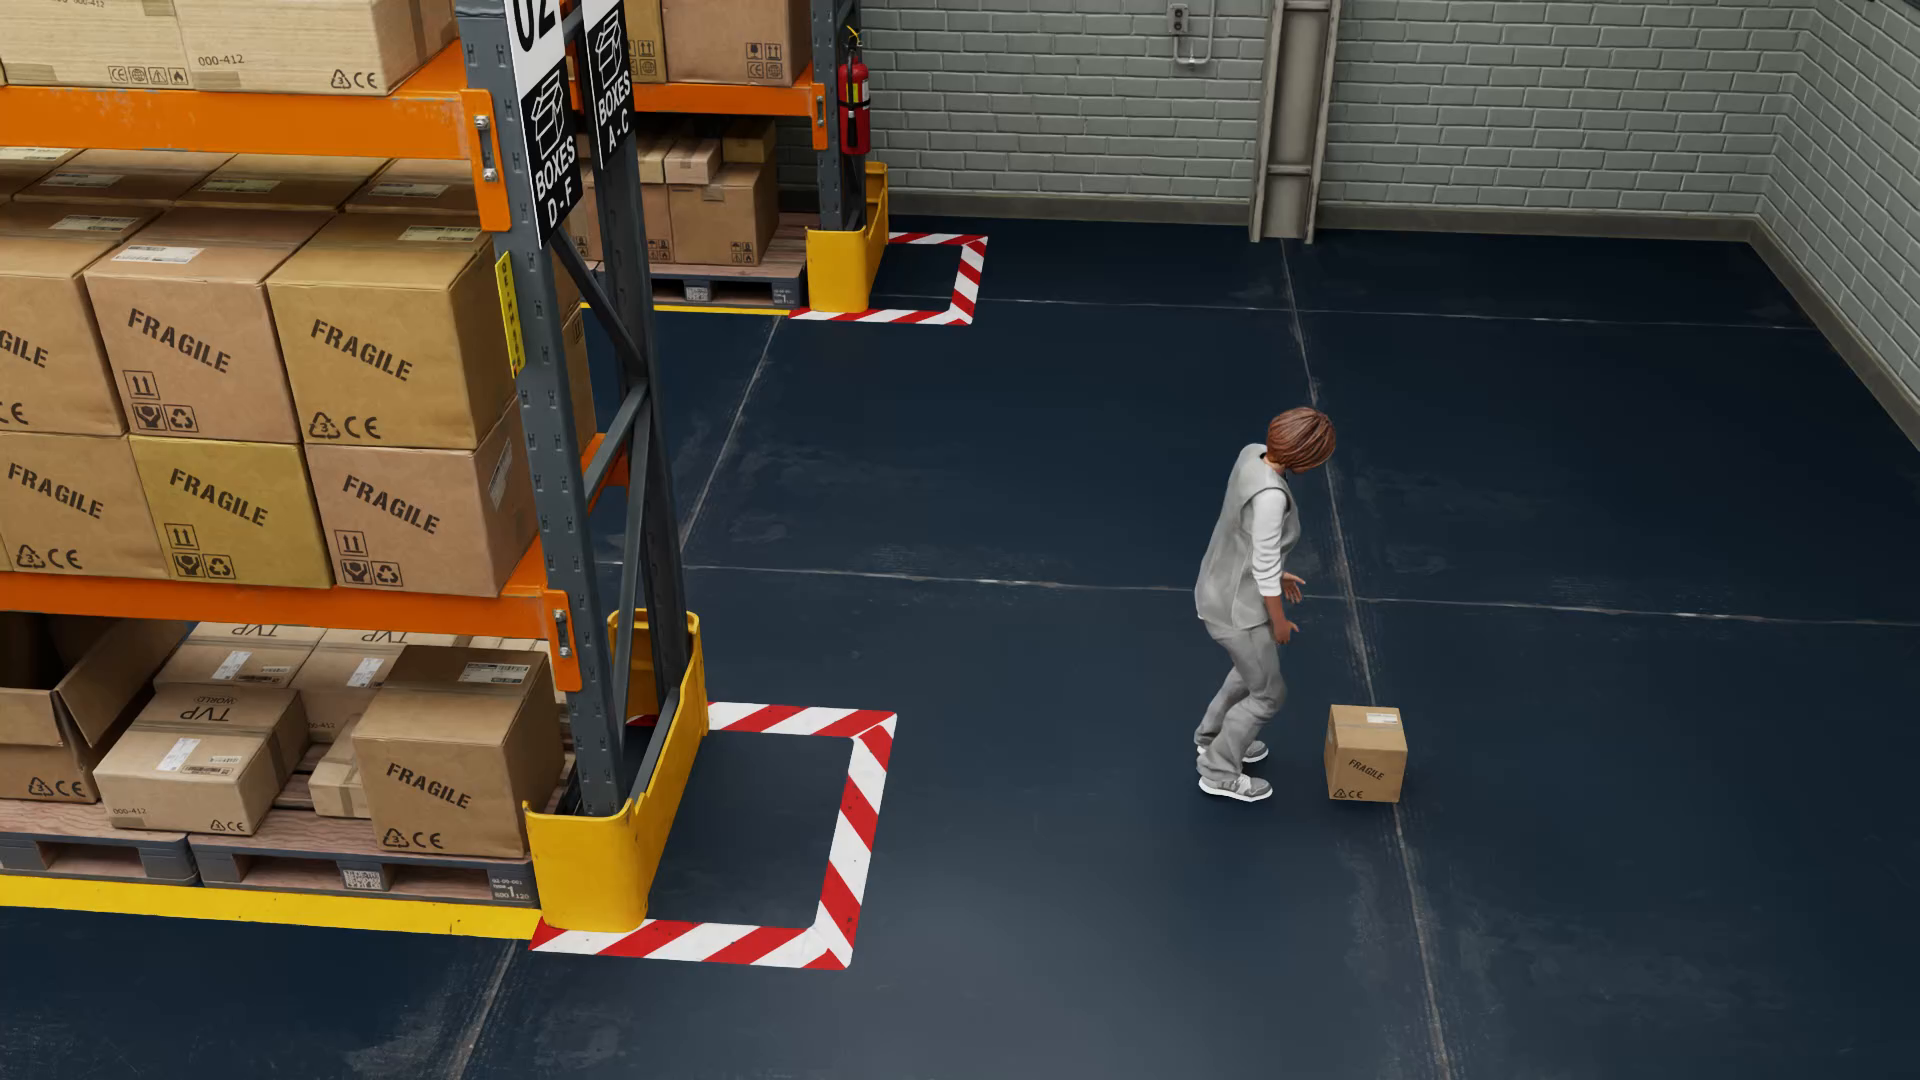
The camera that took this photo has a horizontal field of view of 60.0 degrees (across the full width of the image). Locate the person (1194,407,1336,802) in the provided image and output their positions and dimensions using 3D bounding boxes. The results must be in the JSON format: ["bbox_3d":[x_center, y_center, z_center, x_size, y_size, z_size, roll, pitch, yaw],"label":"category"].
[{"bbox_3d":[1.036,0.223,5.874,0.418,1.523,0.433,3,33,5],"label":"person"}]
